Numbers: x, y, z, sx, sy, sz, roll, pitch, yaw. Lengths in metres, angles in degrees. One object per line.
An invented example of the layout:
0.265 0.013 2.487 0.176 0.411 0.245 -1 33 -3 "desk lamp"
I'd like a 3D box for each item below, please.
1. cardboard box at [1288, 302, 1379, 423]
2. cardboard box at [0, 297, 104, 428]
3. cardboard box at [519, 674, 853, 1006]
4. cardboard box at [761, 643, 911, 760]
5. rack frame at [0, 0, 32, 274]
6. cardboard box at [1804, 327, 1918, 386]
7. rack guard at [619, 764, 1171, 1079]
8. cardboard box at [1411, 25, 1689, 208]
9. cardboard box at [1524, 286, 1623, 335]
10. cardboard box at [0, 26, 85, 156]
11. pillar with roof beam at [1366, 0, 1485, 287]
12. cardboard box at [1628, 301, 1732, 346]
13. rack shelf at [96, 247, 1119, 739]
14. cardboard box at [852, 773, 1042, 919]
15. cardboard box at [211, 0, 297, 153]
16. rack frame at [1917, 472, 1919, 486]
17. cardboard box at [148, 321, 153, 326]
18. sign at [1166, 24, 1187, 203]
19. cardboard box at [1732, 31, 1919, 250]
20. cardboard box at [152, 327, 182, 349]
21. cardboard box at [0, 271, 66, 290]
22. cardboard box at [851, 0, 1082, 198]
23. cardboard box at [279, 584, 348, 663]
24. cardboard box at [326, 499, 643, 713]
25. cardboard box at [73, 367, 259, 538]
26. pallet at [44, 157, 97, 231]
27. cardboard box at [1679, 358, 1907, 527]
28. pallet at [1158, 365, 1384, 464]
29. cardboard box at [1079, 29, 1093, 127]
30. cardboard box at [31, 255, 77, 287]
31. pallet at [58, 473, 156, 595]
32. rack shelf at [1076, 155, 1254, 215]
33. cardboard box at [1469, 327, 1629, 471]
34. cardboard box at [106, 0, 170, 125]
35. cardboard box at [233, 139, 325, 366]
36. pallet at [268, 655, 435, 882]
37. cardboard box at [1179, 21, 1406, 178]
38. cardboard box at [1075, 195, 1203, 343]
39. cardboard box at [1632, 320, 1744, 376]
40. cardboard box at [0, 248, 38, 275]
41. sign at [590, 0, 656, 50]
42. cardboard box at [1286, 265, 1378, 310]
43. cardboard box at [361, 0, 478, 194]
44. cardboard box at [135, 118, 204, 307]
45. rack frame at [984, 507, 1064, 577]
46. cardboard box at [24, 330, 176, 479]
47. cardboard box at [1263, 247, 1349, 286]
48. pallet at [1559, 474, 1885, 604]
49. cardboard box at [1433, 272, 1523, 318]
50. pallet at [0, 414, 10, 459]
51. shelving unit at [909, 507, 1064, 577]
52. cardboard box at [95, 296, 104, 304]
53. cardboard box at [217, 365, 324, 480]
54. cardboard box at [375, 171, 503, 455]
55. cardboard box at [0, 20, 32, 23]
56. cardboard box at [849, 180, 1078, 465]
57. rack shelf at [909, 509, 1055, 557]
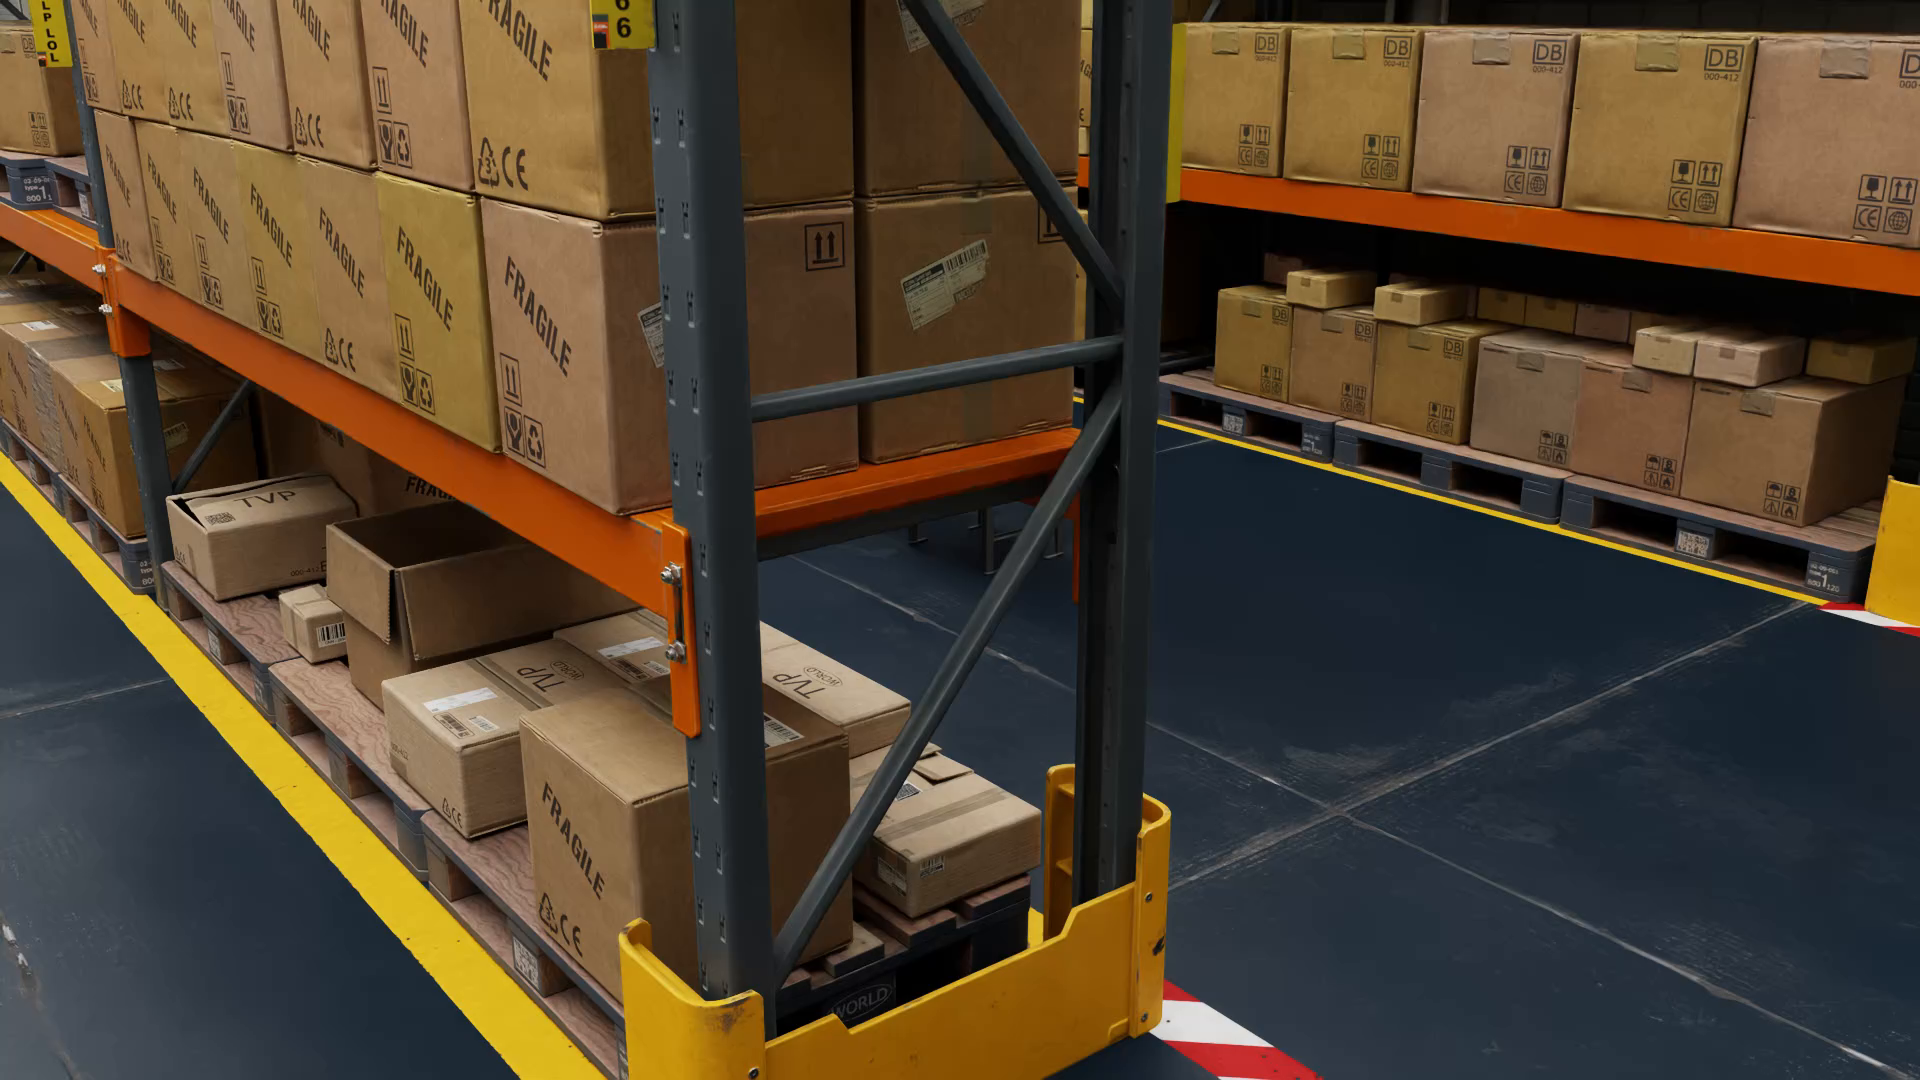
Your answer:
2.047 -0.915 8.164 0.700 0.500 0.500 -14 23 -37 "cardboard box"
-4.316 -0.851 7.938 0.500 0.500 0.500 -14 23 -37 "cardboard box"
-0.575 0.614 3.514 0.500 0.500 0.500 -14 23 -36 "cardboard box"
-0.470 0.506 4.237 0.500 0.250 0.500 -14 23 -36 "cardboard box"
-5.011 -2.249 8.884 1.000 3.000 0.127 -14 23 -36 "rack frame"
3.558 -0.728 6.565 0.380 0.149 0.250 -14 23 -36 "cardboard box"
-0.091 0.890 3.380 1.175 0.500 0.348 -14 23 -36 "rack guard"
2.586 -1.879 7.287 0.980 0.700 0.700 -15 24 -39 "cardboard box"
2.770 -1.040 7.507 0.380 0.149 0.250 -14 23 -36 "cardboard box"
-3.673 -1.934 7.104 0.500 0.500 0.700 13 23 35 "cardboard box"
-0.909 -4.235 5.338 9.100 9.000 0.400 -14 23 -36 "pillar with roof beam"
3.088 -0.914 7.128 0.380 0.149 0.250 -14 23 -36 "cardboard box"
-1.286 -0.429 4.532 1.077 0.370 4.000 -14 23 -36 "rack shelf"
-0.035 0.696 3.823 0.380 0.149 0.250 -14 23 -36 "cardboard box"
-1.495 -1.234 4.067 0.500 0.500 0.500 -13 22 -34 "cardboard box"
3.837 -1.246 5.853 1.000 3.000 0.127 -14 23 -36 "rack frame"
-3.570 -1.179 7.734 0.500 0.250 0.500 -15 23 -37 "cardboard box"
0.381 -0.795 3.114 0.100 0.325 0.005 -14 23 -36 "sign"
3.512 -1.512 6.179 0.980 0.700 0.700 -13 22 -34 "cardboard box"
-3.281 -0.707 7.501 0.500 0.500 0.500 -14 23 -35 "cardboard box"
-4.953 -1.104 8.700 0.500 0.500 0.500 -13 22 -34 "cardboard box"
-0.113 -0.961 3.243 0.500 0.500 0.500 -13 22 -34 "cardboard box"
-1.892 0.229 5.206 0.380 0.166 0.250 -14 23 -36 "cardboard box"
-1.357 0.174 4.835 0.797 0.503 0.637 -14 23 -36 "cardboard box"
-3.059 -0.352 6.429 0.500 0.500 0.500 -14 23 -36 "cardboard box"
-2.938 -1.391 6.596 1.003 0.211 1.213 -14 23 -36 "pallet"
3.324 -0.411 6.642 0.700 0.500 0.500 -14 23 -36 "cardboard box"
1.764 -0.705 8.656 1.003 0.211 1.213 -14 23 -36 "pallet"
0.869 -2.494 8.959 0.500 0.500 0.500 -14 23 -37 "cardboard box"
-5.106 -1.596 9.725 0.500 0.311 0.500 -13 22 -34 "cardboard box"
-3.062 -0.133 6.928 1.003 0.211 1.213 -14 23 -36 "pallet"
0.111 -2.383 10.431 1.077 0.370 4.000 -14 23 -36 "rack shelf"
2.700 -0.659 7.388 0.700 0.500 0.500 -15 23 -38 "cardboard box"
-2.135 -1.488 4.834 0.500 0.500 0.500 -15 23 -38 "cardboard box"
-1.479 -0.758 4.221 0.500 0.500 0.500 -14 23 -37 "cardboard box"
-1.340 0.530 4.925 1.003 0.211 1.213 -14 23 -36 "pallet"
1.677 -2.237 8.369 0.980 0.700 0.700 -14 23 -35 "cardboard box"
0.848 -1.545 9.509 0.750 0.750 0.750 -14 23 -35 "cardboard box"
2.942 -0.778 6.718 0.380 0.149 0.250 -13 22 -35 "cardboard box"
-5.529 -1.491 9.406 0.500 0.311 0.500 -13 22 -35 "cardboard box"
-0.492 -0.874 2.386 0.100 0.325 0.005 -14 23 -36 "sign"
1.807 -1.228 8.075 0.380 0.149 0.250 -13 22 -34 "cardboard box"
-0.850 -0.981 3.302 0.500 0.500 0.500 -13 22 -35 "cardboard box"
-2.104 -1.007 4.972 0.500 0.500 0.500 -13 23 -35 "cardboard box"
0.254 -0.896 6.228 0.400 2.100 0.015 -14 23 -36 "rack frame"
-3.670 -0.599 7.175 0.500 0.500 0.500 -14 23 -35 "cardboard box"
1.803 -1.422 8.662 0.380 0.149 0.250 -14 23 -36 "cardboard box"
3.279 -0.104 6.840 1.003 0.211 1.213 -14 23 -36 "pallet"
2.452 -1.166 7.887 0.380 0.149 0.250 -14 23 -36 "cardboard box"
-4.577 -0.734 8.744 1.003 0.211 1.213 -14 23 -36 "pallet"
0.103 -0.956 6.409 0.431 2.100 0.503 -14 23 -36 "shelving unit"
-3.925 -0.959 8.264 0.500 0.500 0.500 -15 24 -38 "cardboard box"
-2.637 -0.453 6.734 0.500 0.500 0.500 -15 24 -39 "cardboard box"
-0.860 -0.510 3.471 0.500 0.500 0.500 -14 23 -36 "cardboard box"
-4.532 -2.363 8.400 0.500 0.500 0.700 11 21 30 "cardboard box"
-0.113 -0.486 3.400 0.500 0.500 0.500 -13 23 -35 "cardboard box"
0.103 -0.279 6.634 0.431 0.518 0.480 -14 23 -36 "rack shelf"
